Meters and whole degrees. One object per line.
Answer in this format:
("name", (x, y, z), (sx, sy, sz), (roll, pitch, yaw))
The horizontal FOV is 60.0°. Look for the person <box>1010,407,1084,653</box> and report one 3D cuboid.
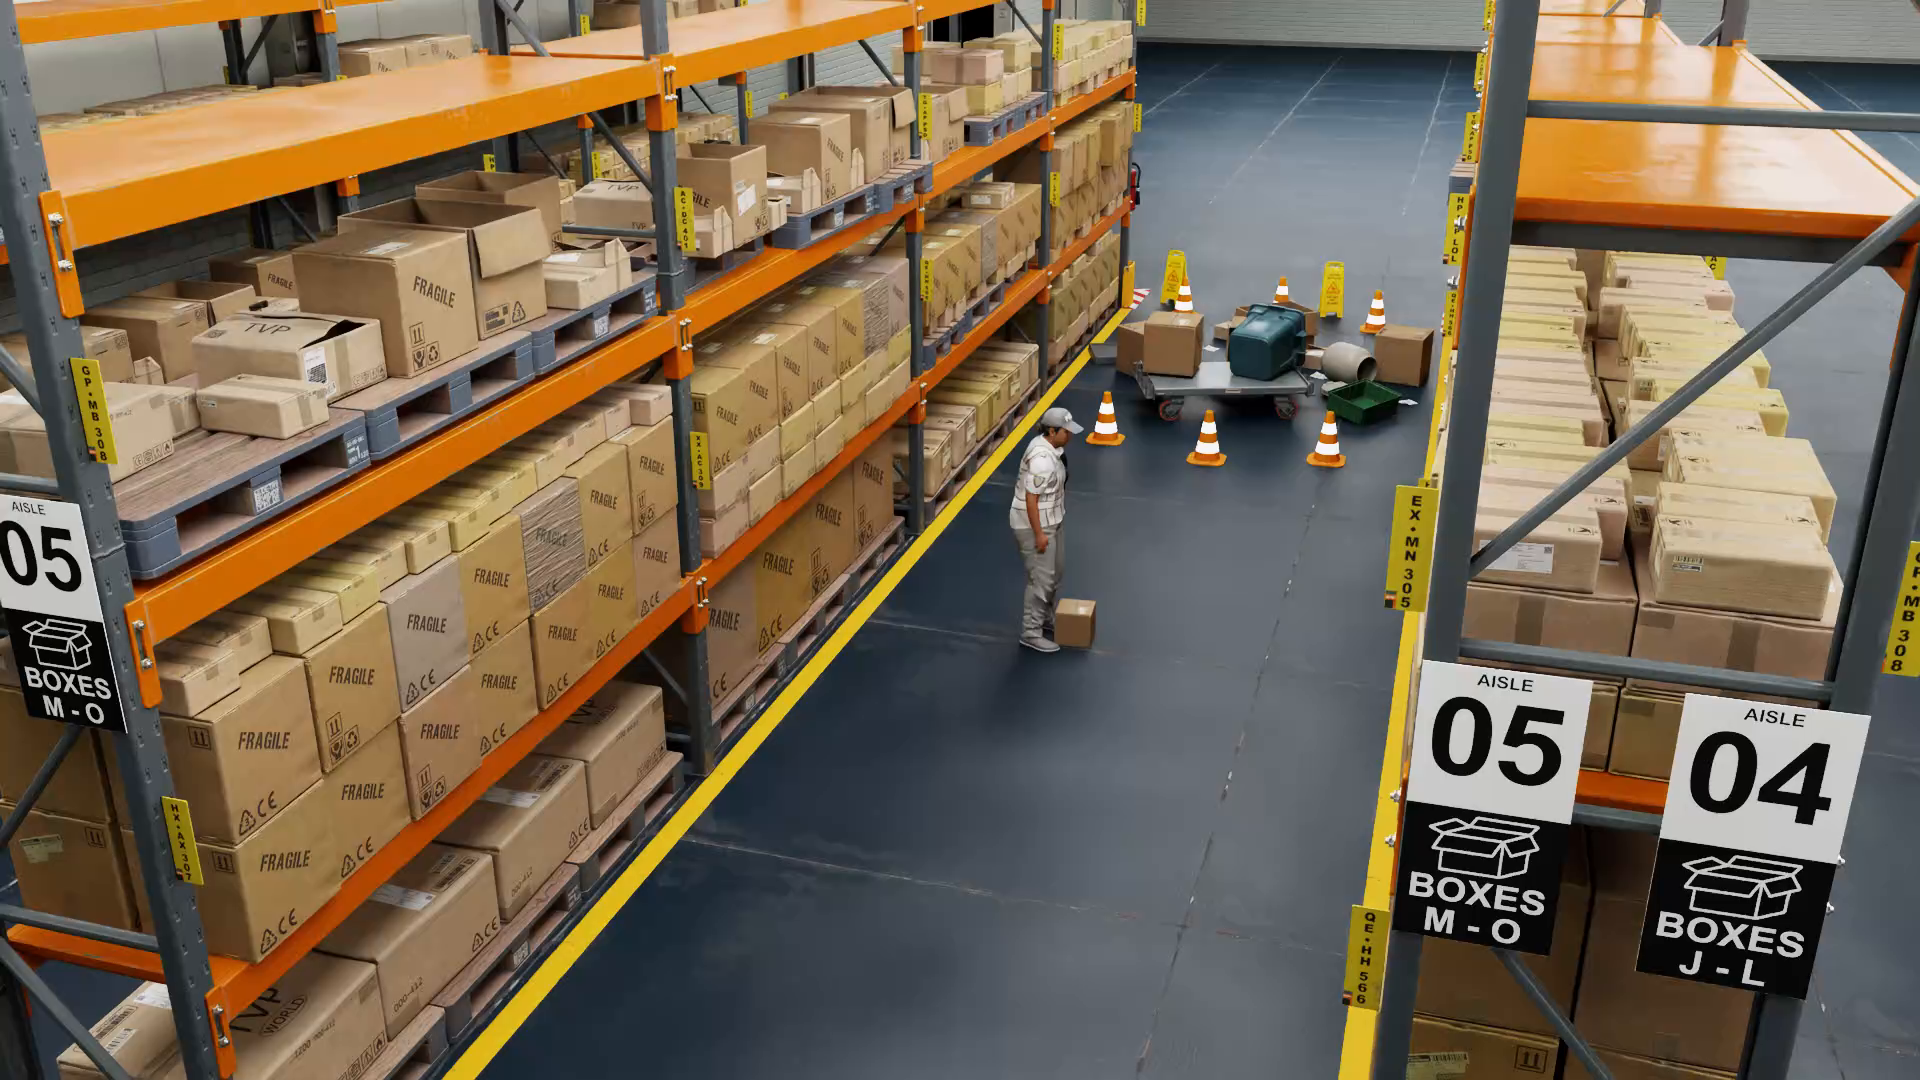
("person", (0.583, -0.097, 11.323), (0.470, 1.664, 0.540), (5, 23, 13))
